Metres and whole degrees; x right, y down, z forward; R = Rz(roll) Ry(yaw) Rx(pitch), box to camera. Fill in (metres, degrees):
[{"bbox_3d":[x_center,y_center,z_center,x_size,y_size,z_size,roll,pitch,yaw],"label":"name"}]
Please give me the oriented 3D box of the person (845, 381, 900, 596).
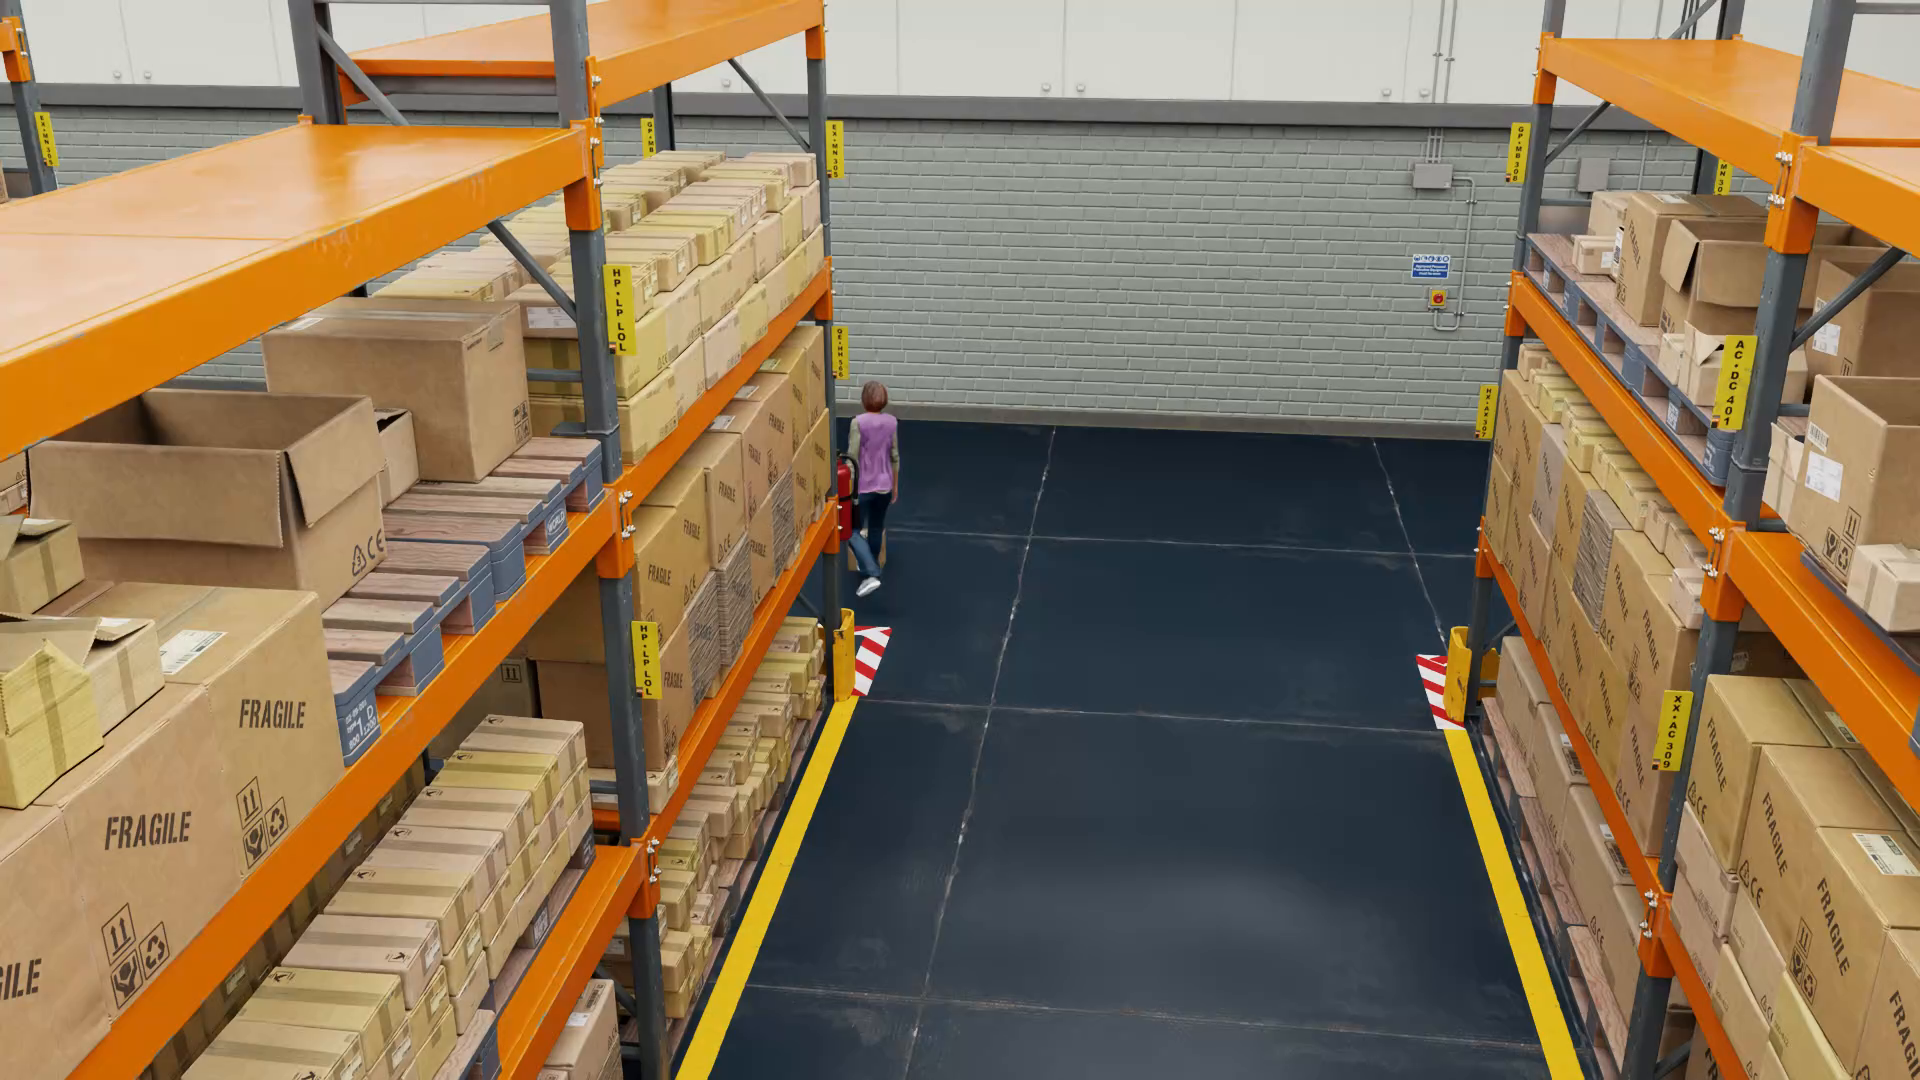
[{"bbox_3d":[-0.645,-0.367,12.007,0.481,1.564,0.836,-11,24,-26],"label":"person"}]
